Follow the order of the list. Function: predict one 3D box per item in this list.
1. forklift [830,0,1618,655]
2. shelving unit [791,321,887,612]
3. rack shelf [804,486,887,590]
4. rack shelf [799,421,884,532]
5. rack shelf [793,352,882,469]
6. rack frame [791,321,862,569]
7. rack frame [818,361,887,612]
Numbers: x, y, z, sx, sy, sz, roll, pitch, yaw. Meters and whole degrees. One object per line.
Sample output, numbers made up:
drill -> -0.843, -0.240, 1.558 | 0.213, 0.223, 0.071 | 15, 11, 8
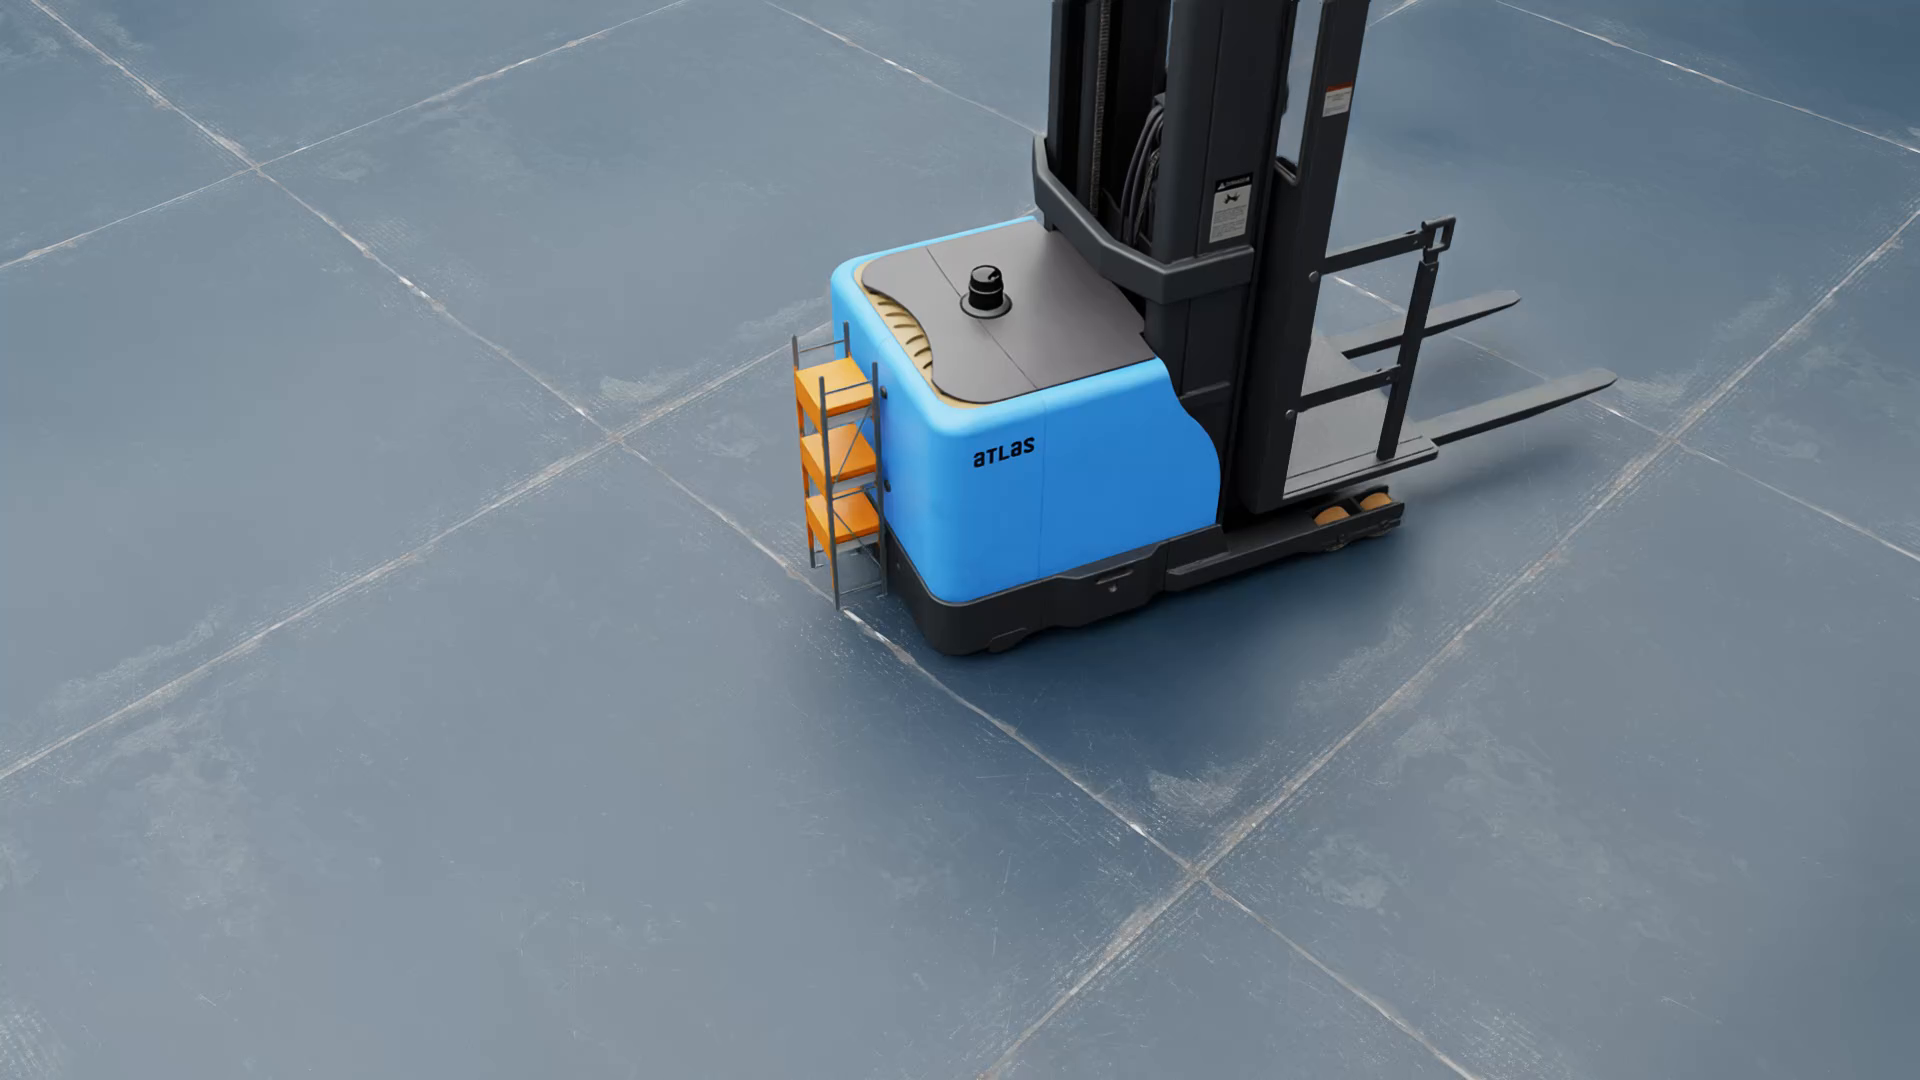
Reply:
forklift -> 1.104, -1.347, 5.548 | 3.031, 2.935, 1.130 | -17, 45, -17
shelving unit -> -0.408, -0.233, 5.728 | 0.215, 1.050, 0.252 | -17, 46, -18
rack shelf -> -0.408, -0.021, 5.924 | 0.215, 0.259, 0.240 | -17, 46, -18
rack shelf -> -0.408, -0.225, 5.736 | 0.215, 0.259, 0.240 | -17, 46, -18
rack shelf -> -0.408, -0.434, 5.543 | 0.215, 0.259, 0.240 | -17, 46, -18
rack frame -> -0.459, -0.308, 5.810 | 0.200, 1.050, 0.008 | -17, 46, -18
rack frame -> -0.356, -0.158, 5.647 | 0.200, 1.050, 0.008 | -17, 46, -18
